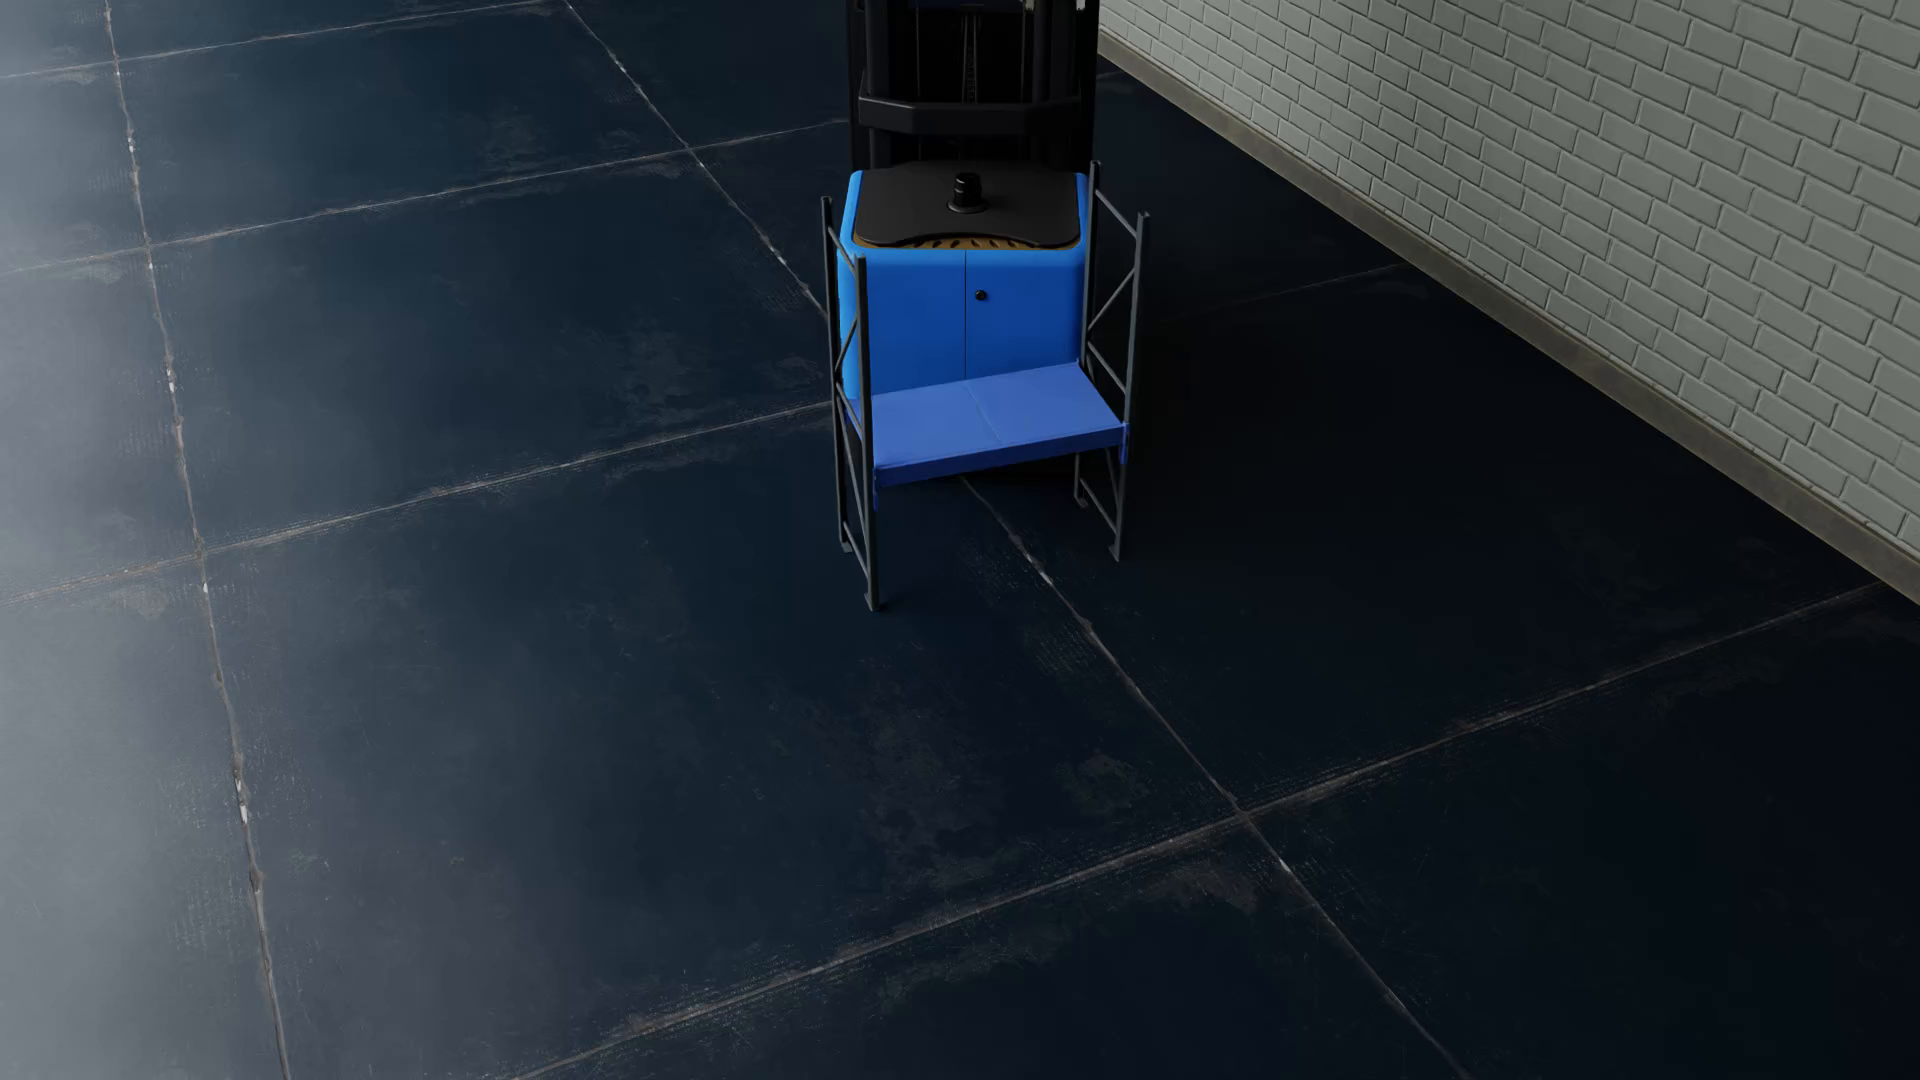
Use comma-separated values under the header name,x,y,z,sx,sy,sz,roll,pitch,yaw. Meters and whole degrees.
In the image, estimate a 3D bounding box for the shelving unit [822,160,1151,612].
name,x,y,z,sx,sy,sz,roll,pitch,yaw
shelving unit,0.087,-0.559,6.245,1.048,1.500,0.538,-10,38,-14

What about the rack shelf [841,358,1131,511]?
name,x,y,z,sx,sy,sz,roll,pitch,yaw
rack shelf,0.087,-0.415,6.352,1.000,0.185,0.538,-10,38,-14

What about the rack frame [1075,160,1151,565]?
name,x,y,z,sx,sy,sz,roll,pitch,yaw
rack frame,0.572,-0.649,6.366,0.032,1.500,0.500,-10,38,-14

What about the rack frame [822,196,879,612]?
name,x,y,z,sx,sy,sz,roll,pitch,yaw
rack frame,-0.399,-0.469,6.124,0.032,1.500,0.500,-10,38,-14

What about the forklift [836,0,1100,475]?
name,x,y,z,sx,sy,sz,roll,pitch,yaw
forklift,0.057,-2.302,7.393,1.130,2.935,3.031,1,37,1
